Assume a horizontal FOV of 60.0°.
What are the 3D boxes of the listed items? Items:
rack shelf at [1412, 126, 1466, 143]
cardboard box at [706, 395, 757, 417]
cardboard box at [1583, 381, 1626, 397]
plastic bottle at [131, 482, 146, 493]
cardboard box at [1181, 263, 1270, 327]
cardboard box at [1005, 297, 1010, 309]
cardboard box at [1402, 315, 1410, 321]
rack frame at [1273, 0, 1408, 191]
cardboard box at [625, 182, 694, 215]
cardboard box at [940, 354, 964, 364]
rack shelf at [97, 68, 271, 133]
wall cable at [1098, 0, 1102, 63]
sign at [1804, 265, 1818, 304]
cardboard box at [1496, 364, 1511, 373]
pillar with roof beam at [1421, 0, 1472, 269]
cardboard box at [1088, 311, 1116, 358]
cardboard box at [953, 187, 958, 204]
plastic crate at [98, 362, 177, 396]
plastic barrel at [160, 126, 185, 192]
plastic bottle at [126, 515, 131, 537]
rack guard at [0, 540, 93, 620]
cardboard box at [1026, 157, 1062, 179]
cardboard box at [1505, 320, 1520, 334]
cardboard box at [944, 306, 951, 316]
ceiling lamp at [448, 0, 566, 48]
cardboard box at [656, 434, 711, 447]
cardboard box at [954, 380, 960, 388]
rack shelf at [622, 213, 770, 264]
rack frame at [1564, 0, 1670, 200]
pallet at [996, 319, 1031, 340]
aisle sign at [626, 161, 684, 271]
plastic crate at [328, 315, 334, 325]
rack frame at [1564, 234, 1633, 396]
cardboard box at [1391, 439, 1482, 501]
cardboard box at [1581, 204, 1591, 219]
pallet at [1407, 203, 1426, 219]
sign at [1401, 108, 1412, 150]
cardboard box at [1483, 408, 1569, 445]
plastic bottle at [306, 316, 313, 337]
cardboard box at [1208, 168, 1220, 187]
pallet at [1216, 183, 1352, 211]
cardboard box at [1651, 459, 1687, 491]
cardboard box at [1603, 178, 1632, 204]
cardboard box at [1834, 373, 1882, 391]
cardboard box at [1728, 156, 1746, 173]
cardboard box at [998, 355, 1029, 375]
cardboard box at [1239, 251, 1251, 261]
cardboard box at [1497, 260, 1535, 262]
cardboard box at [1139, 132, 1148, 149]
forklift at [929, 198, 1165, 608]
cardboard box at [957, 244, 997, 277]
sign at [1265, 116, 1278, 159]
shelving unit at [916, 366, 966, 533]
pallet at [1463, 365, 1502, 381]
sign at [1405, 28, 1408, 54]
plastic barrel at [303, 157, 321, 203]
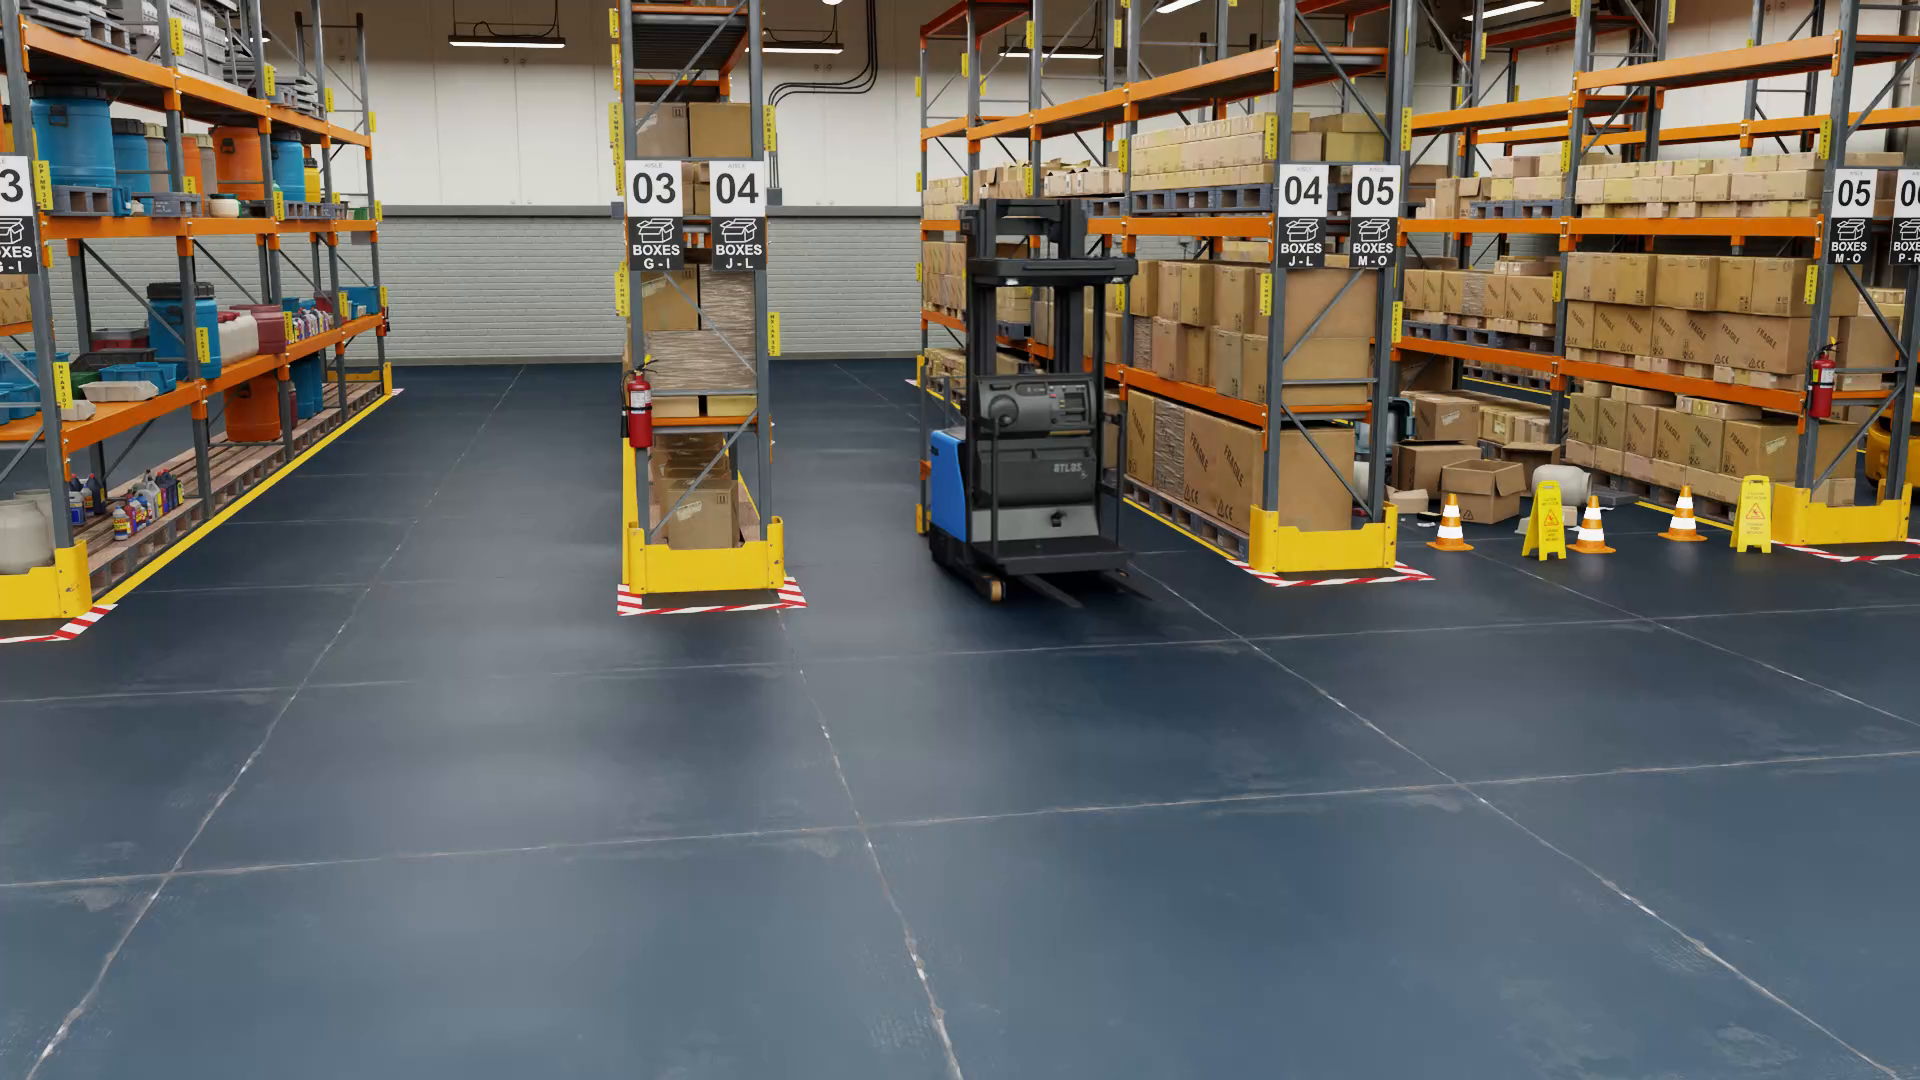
[{"bbox_3d":[5.839,-5.694,23.541,1.077,0.370,4.000,-2,11,-11],"label":"rack shelf"},{"bbox_3d":[-1.759,-1.040,12.811,0.380,0.149,0.250,-2,11,-11],"label":"cardboard box"},{"bbox_3d":[6.821,-1.596,17.551,0.380,0.149,0.250,-2,11,-10],"label":"cardboard box"},{"bbox_3d":[-7.269,-0.381,14.786,0.152,0.276,0.135,-2,11,-11],"label":"plastic bottle"},{"bbox_3d":[2.510,-2.236,15.132,0.875,0.550,0.500,-2,11,-11],"label":"cardboard box"},{"bbox_3d":[0.795,-3.084,21.629,0.380,0.149,0.250,-2,11,-9],"label":"cardboard box"},{"bbox_3d":[5.875,-2.940,22.522,0.500,0.250,0.500,-3,11,-13],"label":"cardboard box"},{"bbox_3d":[2.948,-4.212,12.757,1.000,3.000,0.127,-2,11,-11],"label":"rack frame"},{"bbox_3d":[-2.280,-2.582,12.617,0.500,0.250,0.500,-2,11,-10],"label":"cardboard box"},{"bbox_3d":[-0.120,-2.948,27.073,0.380,0.149,0.250,-2,11,-10],"label":"cardboard box"},{"bbox_3d":[-7.963,-4.420,16.847,1.077,0.370,4.000,-2,11,-11],"label":"rack shelf"},{"bbox_3d":[1.771,-11.268,33.786,2.355,3.000,0.029,-2,11,-11],"label":"wall cable"},{"bbox_3d":[7.235,-2.171,14.137,0.100,0.325,0.005,-2,11,-11],"label":"sign"},{"bbox_3d":[9.699,-3.183,28.958,0.500,0.500,0.500,-2,11,-10],"label":"cardboard box"},{"bbox_3d":[5.677,-7.897,32.118,9.100,9.000,0.548,-2,11,-11],"label":"pillar with roof beam"},{"bbox_3d":[1.708,-2.226,18.102,0.500,0.500,0.500,-2,11,-12],"label":"cardboard box"},{"bbox_3d":[0.185,-5.282,25.468,0.500,0.250,0.500,-3,11,-13],"label":"cardboard box"},{"bbox_3d":[-7.092,-1.390,14.375,0.499,0.251,0.616,-2,11,-11],"label":"plastic crate"},{"bbox_3d":[-8.140,-3.701,16.757,0.600,0.901,0.708,-2,11,-11],"label":"plastic barrel"},{"bbox_3d":[-6.863,-0.127,13.648,0.097,0.201,0.097,0,11,0],"label":"plastic bottle"},{"bbox_3d":[-6.857,0.293,11.819,1.175,0.500,0.348,-2,11,-11],"label":"rack guard"},{"bbox_3d":[1.058,-4.695,21.006,0.396,0.266,0.258,-2,11,-11],"label":"cardboard box"},{"bbox_3d":[6.515,-2.459,19.142,0.380,0.149,0.250,-2,11,-12],"label":"cardboard box"},{"bbox_3d":[-0.046,-3.670,26.628,0.380,0.149,0.250,-2,11,-10],"label":"cardboard box"},{"bbox_3d":[-7.959,-10.256,28.900,2.000,3.185,0.800,-2,11,-11],"label":"ceiling lamp"},{"bbox_3d":[-2.677,-0.740,16.123,0.500,0.500,0.500,-2,11,-13],"label":"cardboard box"},{"bbox_3d":[0.120,-2.428,25.930,0.380,0.149,0.250,-2,11,-13],"label":"cardboard box"},{"bbox_3d":[-2.326,-2.590,14.182,1.077,0.370,4.000,-2,11,-11],"label":"rack shelf"},{"bbox_3d":[7.006,-5.144,17.655,1.000,3.000,0.127,-2,11,-11],"label":"rack frame"},{"bbox_3d":[1.149,-2.764,21.711,1.213,0.211,1.003,-2,11,-11],"label":"pallet"},{"bbox_3d":[-2.219,-2.358,12.108,0.394,0.787,0.004,-2,11,-11],"label":"aisle sign"},{"bbox_3d":[-9.080,-3.114,23.579,0.396,0.136,0.243,-2,11,-11],"label":"plastic crate"},{"bbox_3d":[10.318,-3.845,26.876,1.000,3.000,0.127,-2,11,-11],"label":"rack frame"},{"bbox_3d":[4.769,-0.705,16.690,0.797,0.637,0.503,-2,11,-11],"label":"cardboard box"},{"bbox_3d":[6.824,-3.480,17.608,0.380,0.149,0.250,-2,11,-12],"label":"cardboard box"},{"bbox_3d":[6.050,-4.427,22.417,1.213,0.211,1.003,-2,11,-8],"label":"pallet"},{"bbox_3d":[3.493,-3.225,13.049,0.100,0.325,0.005,-2,11,-11],"label":"sign"},{"bbox_3d":[6.758,-1.340,19.619,0.950,0.372,0.625,-1,11,-7],"label":"cardboard box"},{"bbox_3d":[-8.495,-2.775,21.587,0.152,0.276,0.135,-2,11,-11],"label":"plastic bottle"},{"bbox_3d":[2.353,-3.105,14.249,0.380,0.149,0.250,-2,11,-12],"label":"cardboard box"},{"bbox_3d":[2.793,-2.830,13.759,1.003,0.211,1.213,-2,11,-11],"label":"pallet"},{"bbox_3d":[7.162,-0.648,16.310,0.500,0.250,0.500,-3,11,-13],"label":"cardboard box"},{"bbox_3d":[6.932,-3.558,16.950,0.500,0.250,0.500,-2,11,-11],"label":"cardboard box"},{"bbox_3d":[7.921,-1.410,14.751,0.380,0.149,0.250,-2,11,-11],"label":"cardboard box"},{"bbox_3d":[7.309,-3.445,15.289,0.380,0.149,0.250,-2,11,-11],"label":"cardboard box"},{"bbox_3d":[0.809,-2.380,22.737,0.500,0.250,0.500,-2,11,-10],"label":"cardboard box"},{"bbox_3d":[4.888,-4.467,27.203,0.500,0.500,0.500,-2,11,-10],"label":"cardboard box"},{"bbox_3d":[6.823,-3.361,20.410,0.380,0.149,0.250,-3,11,-14],"label":"cardboard box"},{"bbox_3d":[1.958,-3.870,16.131,0.380,0.149,0.250,-2,11,-11],"label":"cardboard box"},{"bbox_3d":[0.649,-1.062,12.438,1.130,2.935,3.031,-3,11,-16],"label":"forklift"},{"bbox_3d":[0.257,-4.228,25.152,0.500,0.500,0.500,-3,11,-13],"label":"cardboard box"},{"bbox_3d":[2.413,-3.117,12.872,0.100,0.325,0.005,-2,11,-11],"label":"sign"},{"bbox_3d":[0.000,-0.729,14.514,0.587,1.500,1.083,-2,11,-12],"label":"shelving unit"},{"bbox_3d":[9.711,-3.049,30.150,1.003,0.211,1.213,-2,11,-11],"label":"pallet"},{"bbox_3d":[5.684,-6.393,21.297,0.100,0.325,0.005,-2,11,-11],"label":"sign"},{"bbox_3d":[-8.753,-4.736,21.907,0.600,0.588,0.600,0,11,0],"label":"plastic barrel"}]
